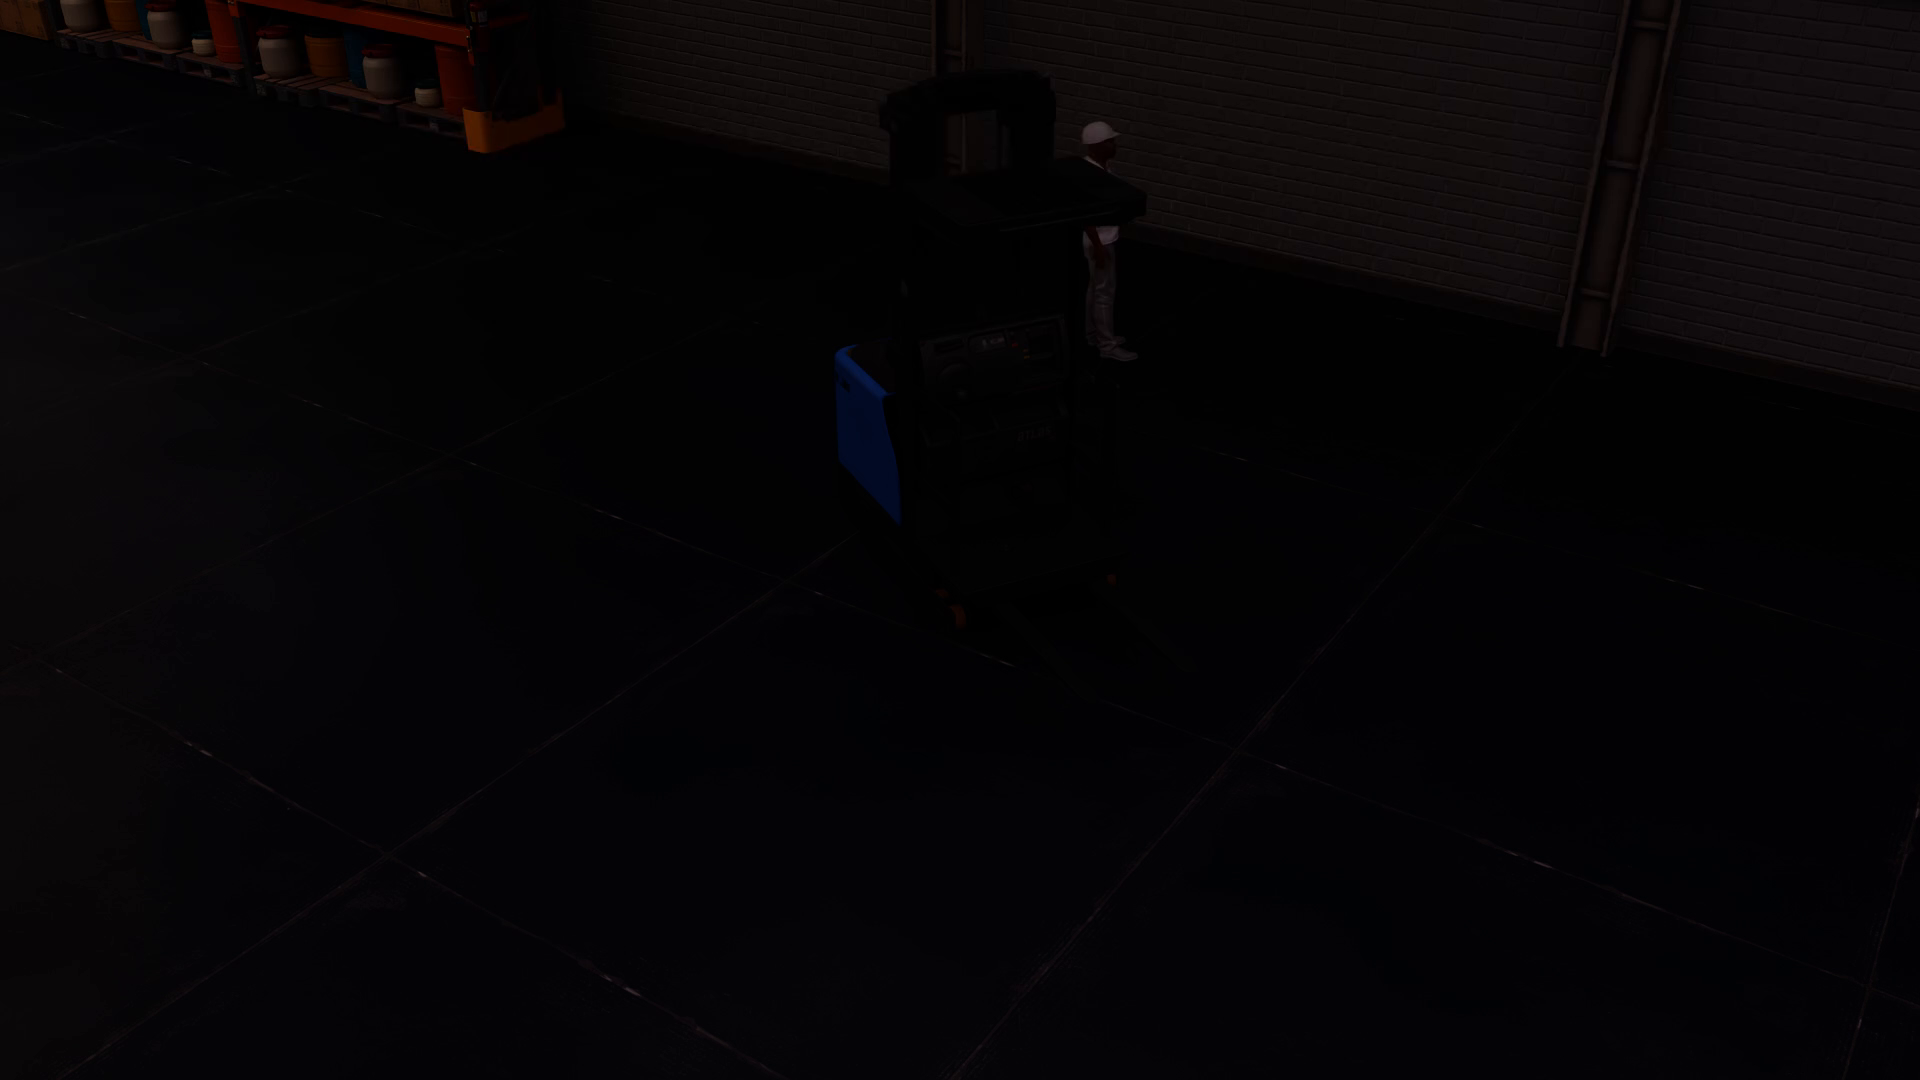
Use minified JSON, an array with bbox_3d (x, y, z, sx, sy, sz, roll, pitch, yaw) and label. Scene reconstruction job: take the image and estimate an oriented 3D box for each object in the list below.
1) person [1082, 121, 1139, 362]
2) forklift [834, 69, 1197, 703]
[{"bbox_3d":[1.139,-2.295,12.682,0.578,1.767,0.672,5,31,8],"label":"person"},{"bbox_3d":[0.296,-0.989,9.285,1.130,2.935,3.031,-14,33,-23],"label":"forklift"}]
